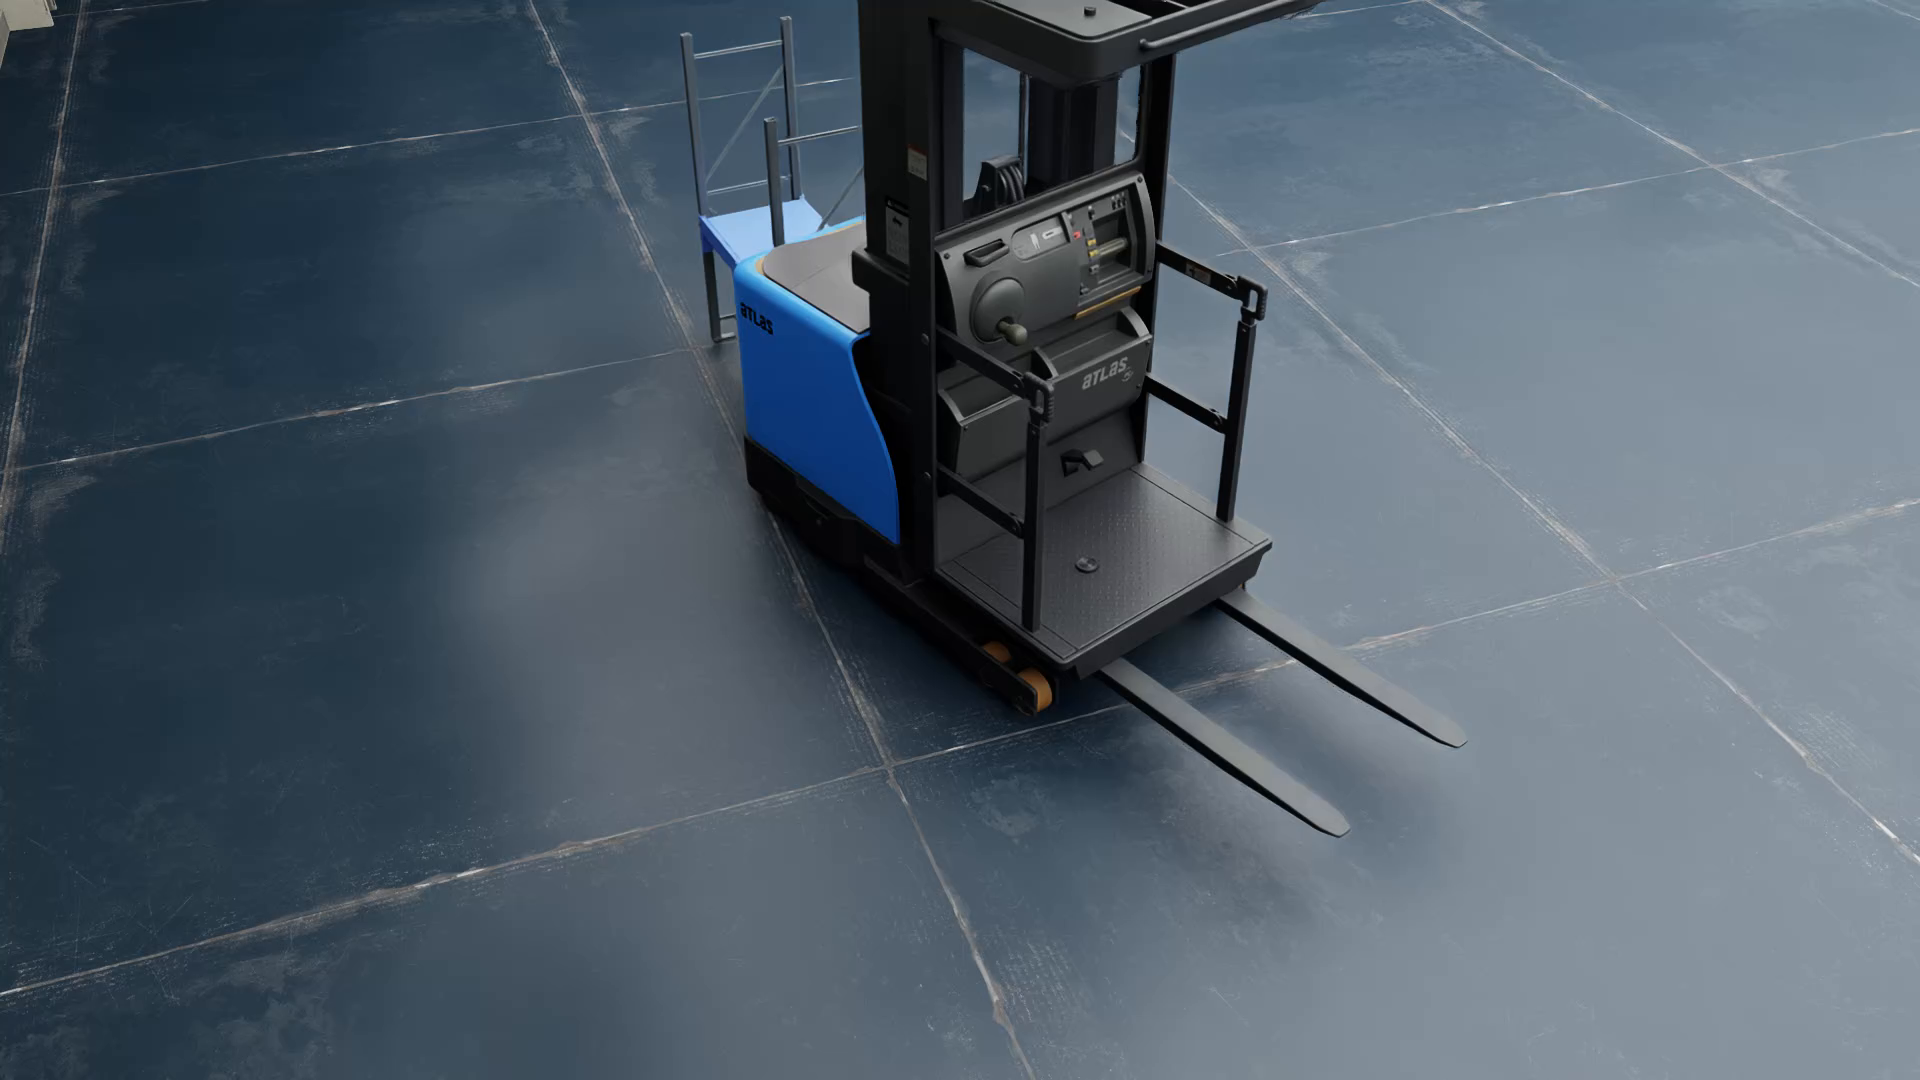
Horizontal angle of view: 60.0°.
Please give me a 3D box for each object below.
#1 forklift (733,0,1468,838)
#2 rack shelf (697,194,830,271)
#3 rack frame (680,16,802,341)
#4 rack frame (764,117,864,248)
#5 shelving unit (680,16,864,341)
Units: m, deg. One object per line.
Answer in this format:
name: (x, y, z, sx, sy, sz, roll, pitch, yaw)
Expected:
forklift: (0.447, -0.894, 5.501, 1.130, 2.935, 3.031, -27, 45, -31)
rack shelf: (-0.749, -1.214, 7.414, 0.538, 0.185, 1.000, -16, 40, -20)
rack frame: (-0.972, -1.633, 7.671, 0.500, 1.500, 0.032, -16, 40, -20)
rack frame: (-0.527, -1.083, 6.941, 0.500, 1.500, 0.032, -16, 40, -20)
shelving unit: (-0.749, -1.358, 7.306, 0.538, 1.500, 1.048, -16, 40, -20)
